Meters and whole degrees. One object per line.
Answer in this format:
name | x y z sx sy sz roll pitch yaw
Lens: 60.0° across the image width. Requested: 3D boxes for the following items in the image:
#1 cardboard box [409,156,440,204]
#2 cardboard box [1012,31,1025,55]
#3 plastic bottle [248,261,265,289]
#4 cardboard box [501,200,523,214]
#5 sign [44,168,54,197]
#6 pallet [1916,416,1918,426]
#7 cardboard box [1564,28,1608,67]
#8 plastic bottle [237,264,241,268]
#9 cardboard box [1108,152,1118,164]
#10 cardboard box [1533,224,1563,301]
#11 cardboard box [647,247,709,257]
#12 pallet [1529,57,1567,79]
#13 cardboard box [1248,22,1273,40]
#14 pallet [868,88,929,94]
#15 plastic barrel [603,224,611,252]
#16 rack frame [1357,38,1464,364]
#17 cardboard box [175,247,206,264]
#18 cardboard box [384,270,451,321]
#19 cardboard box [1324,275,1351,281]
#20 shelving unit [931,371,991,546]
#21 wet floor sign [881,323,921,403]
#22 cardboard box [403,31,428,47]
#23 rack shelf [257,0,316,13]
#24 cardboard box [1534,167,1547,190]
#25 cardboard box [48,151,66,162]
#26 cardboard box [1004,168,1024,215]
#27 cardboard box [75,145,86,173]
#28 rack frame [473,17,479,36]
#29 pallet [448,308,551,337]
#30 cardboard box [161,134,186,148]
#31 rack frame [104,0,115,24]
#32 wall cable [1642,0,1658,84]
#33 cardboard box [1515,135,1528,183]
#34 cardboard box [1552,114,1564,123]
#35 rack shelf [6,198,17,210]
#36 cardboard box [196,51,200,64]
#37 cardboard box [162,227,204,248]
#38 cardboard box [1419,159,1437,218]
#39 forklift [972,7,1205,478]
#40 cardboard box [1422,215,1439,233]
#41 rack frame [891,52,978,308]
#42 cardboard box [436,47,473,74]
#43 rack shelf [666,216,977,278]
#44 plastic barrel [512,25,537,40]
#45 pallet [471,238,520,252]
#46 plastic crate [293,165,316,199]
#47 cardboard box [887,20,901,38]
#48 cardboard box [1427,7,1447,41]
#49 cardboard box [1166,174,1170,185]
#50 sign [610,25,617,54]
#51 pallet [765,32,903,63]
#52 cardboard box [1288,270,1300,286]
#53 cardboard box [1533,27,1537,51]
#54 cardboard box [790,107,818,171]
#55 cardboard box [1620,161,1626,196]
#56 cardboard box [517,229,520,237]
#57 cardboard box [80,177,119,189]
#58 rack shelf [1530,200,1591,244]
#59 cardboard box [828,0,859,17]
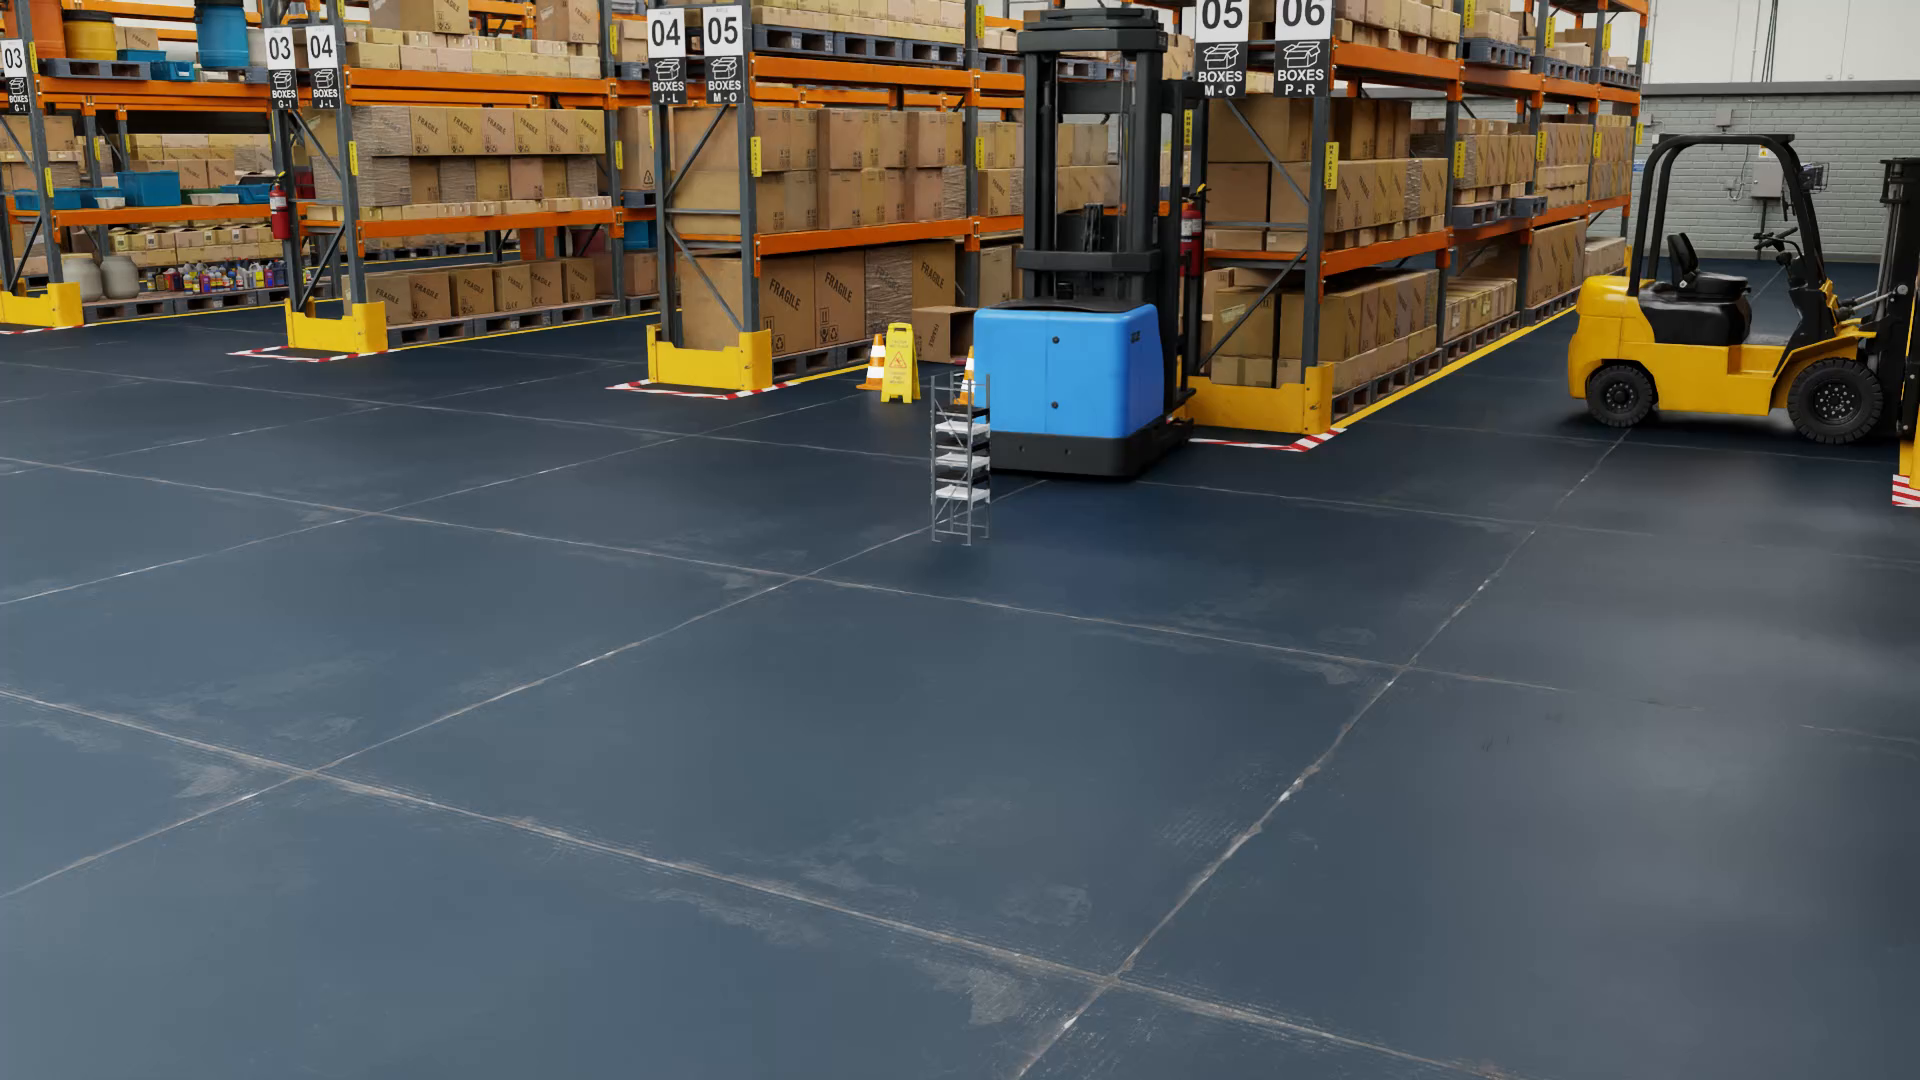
cardboard box | -6.077 -3.854 17.770 0.875 0.500 0.500 7 15 28
cardboard box | 0.813 -5.678 18.962 0.396 0.266 0.258 7 15 28
plastic bottle | -9.214 -3.472 21.748 0.144 0.351 0.185 7 15 28
cardboard box | -5.155 -3.749 18.722 0.380 0.149 0.250 7 15 28
sign | -10.360 -4.067 18.912 0.100 0.325 0.005 7 15 28
pallet | 7.442 -0.805 11.924 1.003 0.211 1.213 7 15 28
cardboard box | 8.440 -6.630 22.412 0.500 0.500 0.500 8 16 29
plastic bottle | -9.624 -3.542 22.207 0.097 0.271 0.097 0 14 0
cardboard box | 2.051 -4.938 21.487 0.380 0.149 0.250 7 15 28
cardboard box | 6.880 -3.439 20.536 0.875 0.875 0.875 8 15 29
cardboard box | -3.738 -3.588 21.910 0.700 0.500 0.500 6 15 23
pallet | 6.303 -5.457 19.273 1.213 0.211 1.003 8 16 31
cardboard box | 2.099 -3.753 12.335 0.380 0.149 0.250 7 15 28
pallet | -1.103 -7.068 25.959 0.805 0.209 1.217 7 15 26
plastic barrel | -6.010 -5.092 28.165 0.421 0.512 0.421 0 14 0
rack frame | 4.105 -3.132 15.626 1.000 3.000 0.127 7 15 28
cardboard box | -12.332 -4.512 26.318 0.500 0.250 0.500 7 15 26
cardboard box | -5.929 -2.676 18.171 0.500 0.500 0.500 13 19 43
cardboard box | 3.083 -2.056 14.534 0.500 0.500 0.500 8 16 31
shelving unit | 0.004 -0.439 8.935 0.258 0.900 0.210 7 15 28
wet floor sign | -0.492 -1.477 13.783 0.267 0.644 0.232 5 14 18
cardboard box | -5.750 -5.200 17.270 0.380 0.149 0.250 8 16 30
rack shelf | -9.873 -6.778 20.337 1.077 0.370 4.000 7 15 28
cardboard box | 6.500 -4.199 19.304 0.500 0.250 0.500 7 15 28
cardboard box | -13.306 -5.612 24.313 0.380 0.149 0.250 7 15 27
cardboard box | 0.456 -3.902 18.606 0.500 0.500 0.500 8 15 28
cardboard box | -16.110 -6.807 29.715 0.700 0.500 0.500 6 15 23
rack frame | -9.373 -9.936 31.047 1.000 3.000 0.127 7 15 28
pallet | -5.453 -2.506 18.980 1.003 0.211 1.213 7 15 28
cardboard box | -14.941 -7.501 31.257 0.500 0.250 0.500 7 15 27
rack frame | -15.645 -9.676 29.968 1.000 3.000 0.127 7 15 28
wall cable | 12.409 -9.710 30.108 0.463 3.000 0.029 7 15 28
cardboard box | 5.822 -4.118 17.972 0.500 0.500 0.500 7 15 27
cardboard box | 8.065 -5.765 22.814 0.380 0.149 0.250 8 16 29
rack shelf | -14.207 -4.618 23.324 1.077 0.370 4.000 7 15 28
cardboard box | -14.505 -9.385 32.408 0.500 0.250 0.500 7 15 26
cardboard box | -12.327 -4.783 26.248 0.500 0.311 0.500 7 15 26
cardboard box | 3.865 -3.100 14.643 0.500 0.500 0.500 8 16 30
forklift | 1.049 -2.120 11.574 1.130 2.935 3.031 5 14 19
cardboard box | 4.102 -2.858 15.023 0.380 0.149 0.250 8 16 29
rack frame | -0.277 -3.672 17.866 1.000 3.000 0.127 7 15 28
cardboard box | -5.558 -5.097 17.695 0.500 0.250 0.500 7 15 28
rack shelf | -1.244 -2.912 16.249 1.077 0.370 4.000 7 15 28
plastic barrel | -6.695 -7.624 26.045 0.600 0.830 0.708 7 15 28
pallet | -9.040 -5.805 32.661 1.003 0.211 1.213 7 15 28
plastic crate | -8.940 -4.981 23.159 0.402 0.464 0.583 7 15 28
cardboard box | -0.788 -4.889 15.938 0.380 0.149 0.250 7 15 28
cardboard box | 3.884 -4.437 14.324 0.500 0.250 0.500 7 15 27
cardboard box | 2.689 -4.916 22.666 0.380 0.149 0.250 8 16 29
sign | -4.092 -5.905 19.623 0.100 0.325 0.005 7 15 28
pallet | -1.273 -4.671 15.799 1.003 0.211 1.213 7 15 28
cardboard box | 2.573 -2.187 13.692 0.380 0.149 0.250 8 16 29
cardboard box | 7.292 -6.337 21.408 0.500 0.500 0.500 7 15 27
cardboard box | -1.813 -3.645 15.127 0.875 0.550 0.550 7 15 28
cardboard box | 9.648 -5.413 24.871 0.500 0.500 0.500 7 15 27
cardboard box | -8.571 -6.096 33.027 0.380 0.166 0.250 7 15 28
cardboard box | -13.041 -5.411 25.399 0.500 0.250 0.500 9 16 32
rack shelf | 7.005 -4.014 20.816 1.077 0.370 4.000 7 15 28
cardboard box | -1.265 -4.912 15.185 0.500 0.250 0.500 7 15 28
